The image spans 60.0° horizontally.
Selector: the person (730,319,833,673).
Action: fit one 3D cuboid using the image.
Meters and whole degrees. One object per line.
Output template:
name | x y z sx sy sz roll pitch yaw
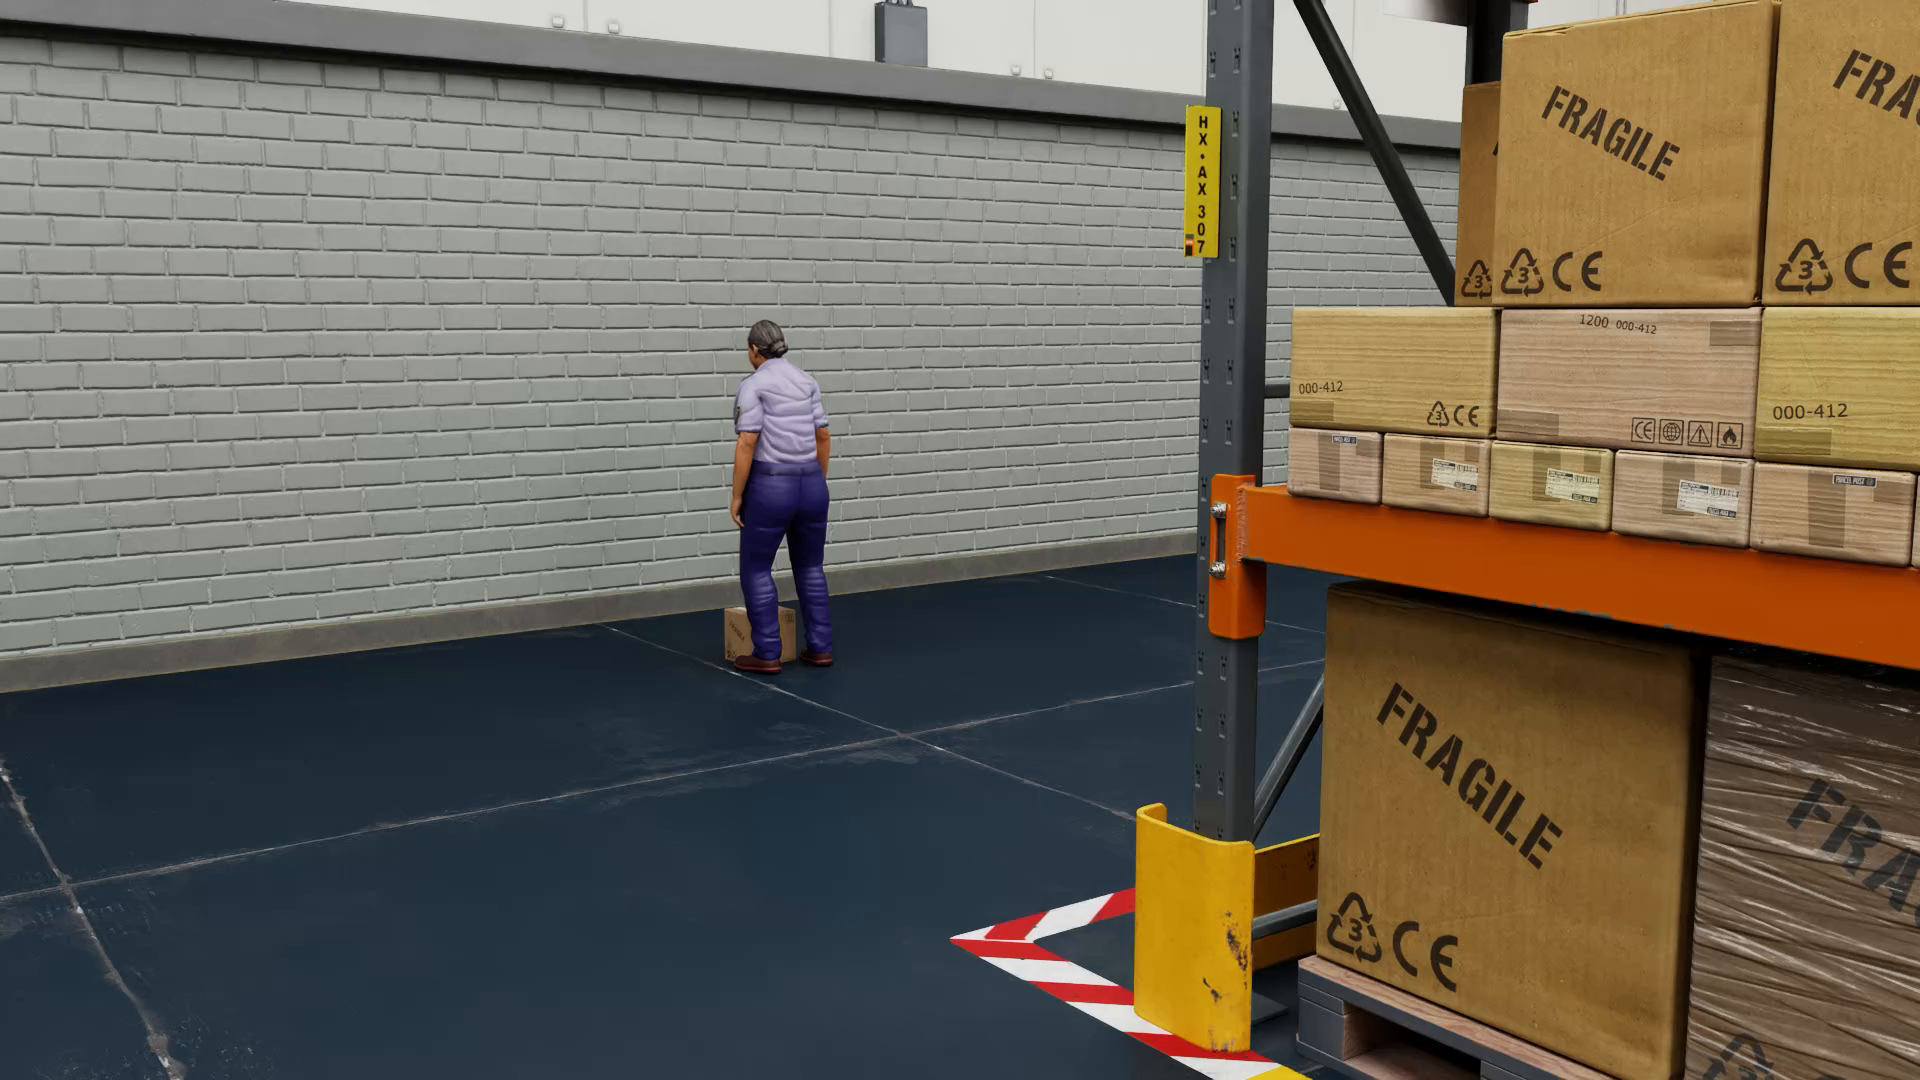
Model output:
person | -0.845 -0.208 7.843 0.561 1.651 0.342 -7 10 -39
